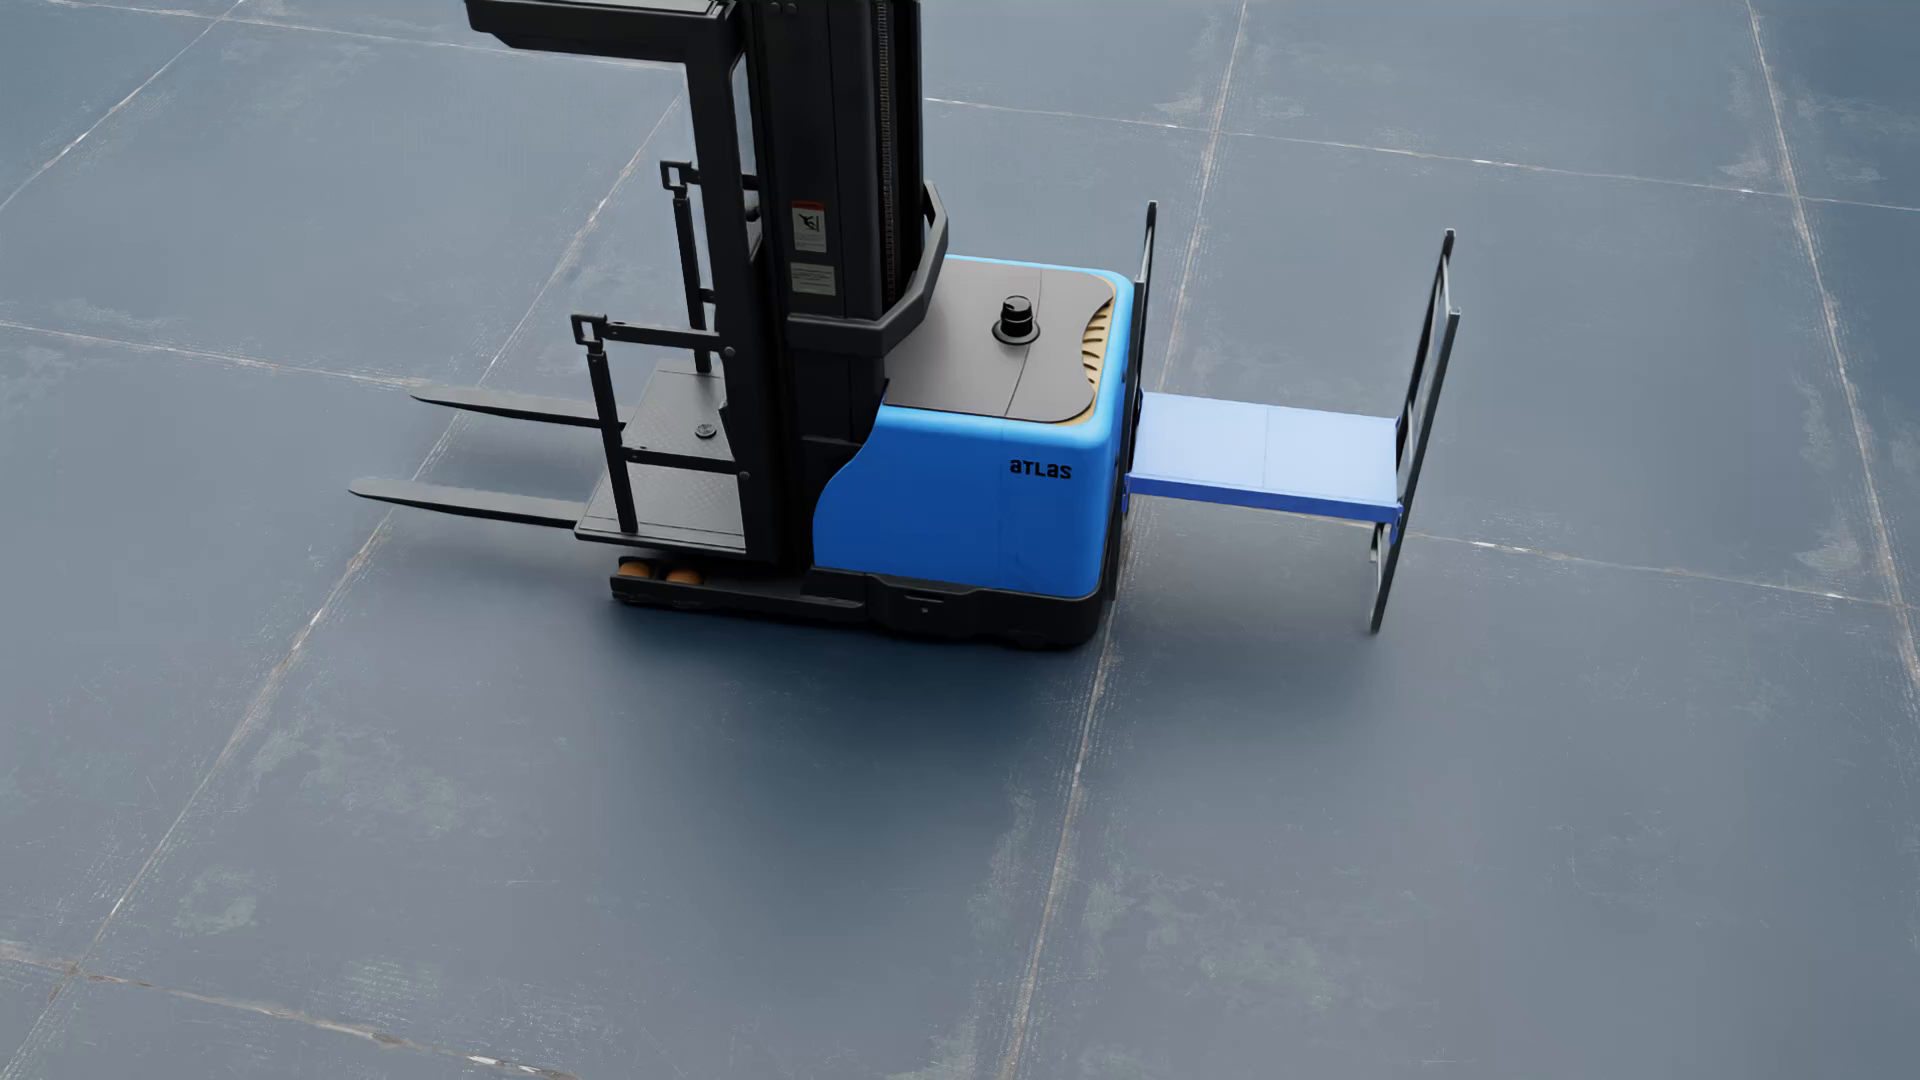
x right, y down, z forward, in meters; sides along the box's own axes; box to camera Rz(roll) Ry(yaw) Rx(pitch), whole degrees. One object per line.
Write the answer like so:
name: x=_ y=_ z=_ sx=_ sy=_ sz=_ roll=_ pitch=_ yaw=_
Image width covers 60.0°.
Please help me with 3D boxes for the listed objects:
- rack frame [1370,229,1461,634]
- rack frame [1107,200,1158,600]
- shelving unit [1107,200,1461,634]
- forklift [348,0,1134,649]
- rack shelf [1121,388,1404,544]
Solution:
rack frame: x=1.635 y=-0.354 z=6.036 sx=0.032 sy=1.500 sz=0.500 roll=7 pitch=44 yaw=7
rack frame: x=0.634 y=-0.477 z=6.164 sx=0.032 sy=1.500 sz=0.500 roll=7 pitch=44 yaw=7
shelving unit: x=1.134 y=-0.416 z=6.100 sx=1.048 sy=1.500 sz=0.538 roll=7 pitch=44 yaw=7
forklift: x=-0.898 y=-1.140 z=5.820 sx=3.031 sy=2.935 sz=1.130 roll=7 pitch=44 yaw=7
rack shelf: x=1.134 y=-0.286 z=6.225 sx=1.000 sy=0.185 sz=0.538 roll=7 pitch=44 yaw=7
